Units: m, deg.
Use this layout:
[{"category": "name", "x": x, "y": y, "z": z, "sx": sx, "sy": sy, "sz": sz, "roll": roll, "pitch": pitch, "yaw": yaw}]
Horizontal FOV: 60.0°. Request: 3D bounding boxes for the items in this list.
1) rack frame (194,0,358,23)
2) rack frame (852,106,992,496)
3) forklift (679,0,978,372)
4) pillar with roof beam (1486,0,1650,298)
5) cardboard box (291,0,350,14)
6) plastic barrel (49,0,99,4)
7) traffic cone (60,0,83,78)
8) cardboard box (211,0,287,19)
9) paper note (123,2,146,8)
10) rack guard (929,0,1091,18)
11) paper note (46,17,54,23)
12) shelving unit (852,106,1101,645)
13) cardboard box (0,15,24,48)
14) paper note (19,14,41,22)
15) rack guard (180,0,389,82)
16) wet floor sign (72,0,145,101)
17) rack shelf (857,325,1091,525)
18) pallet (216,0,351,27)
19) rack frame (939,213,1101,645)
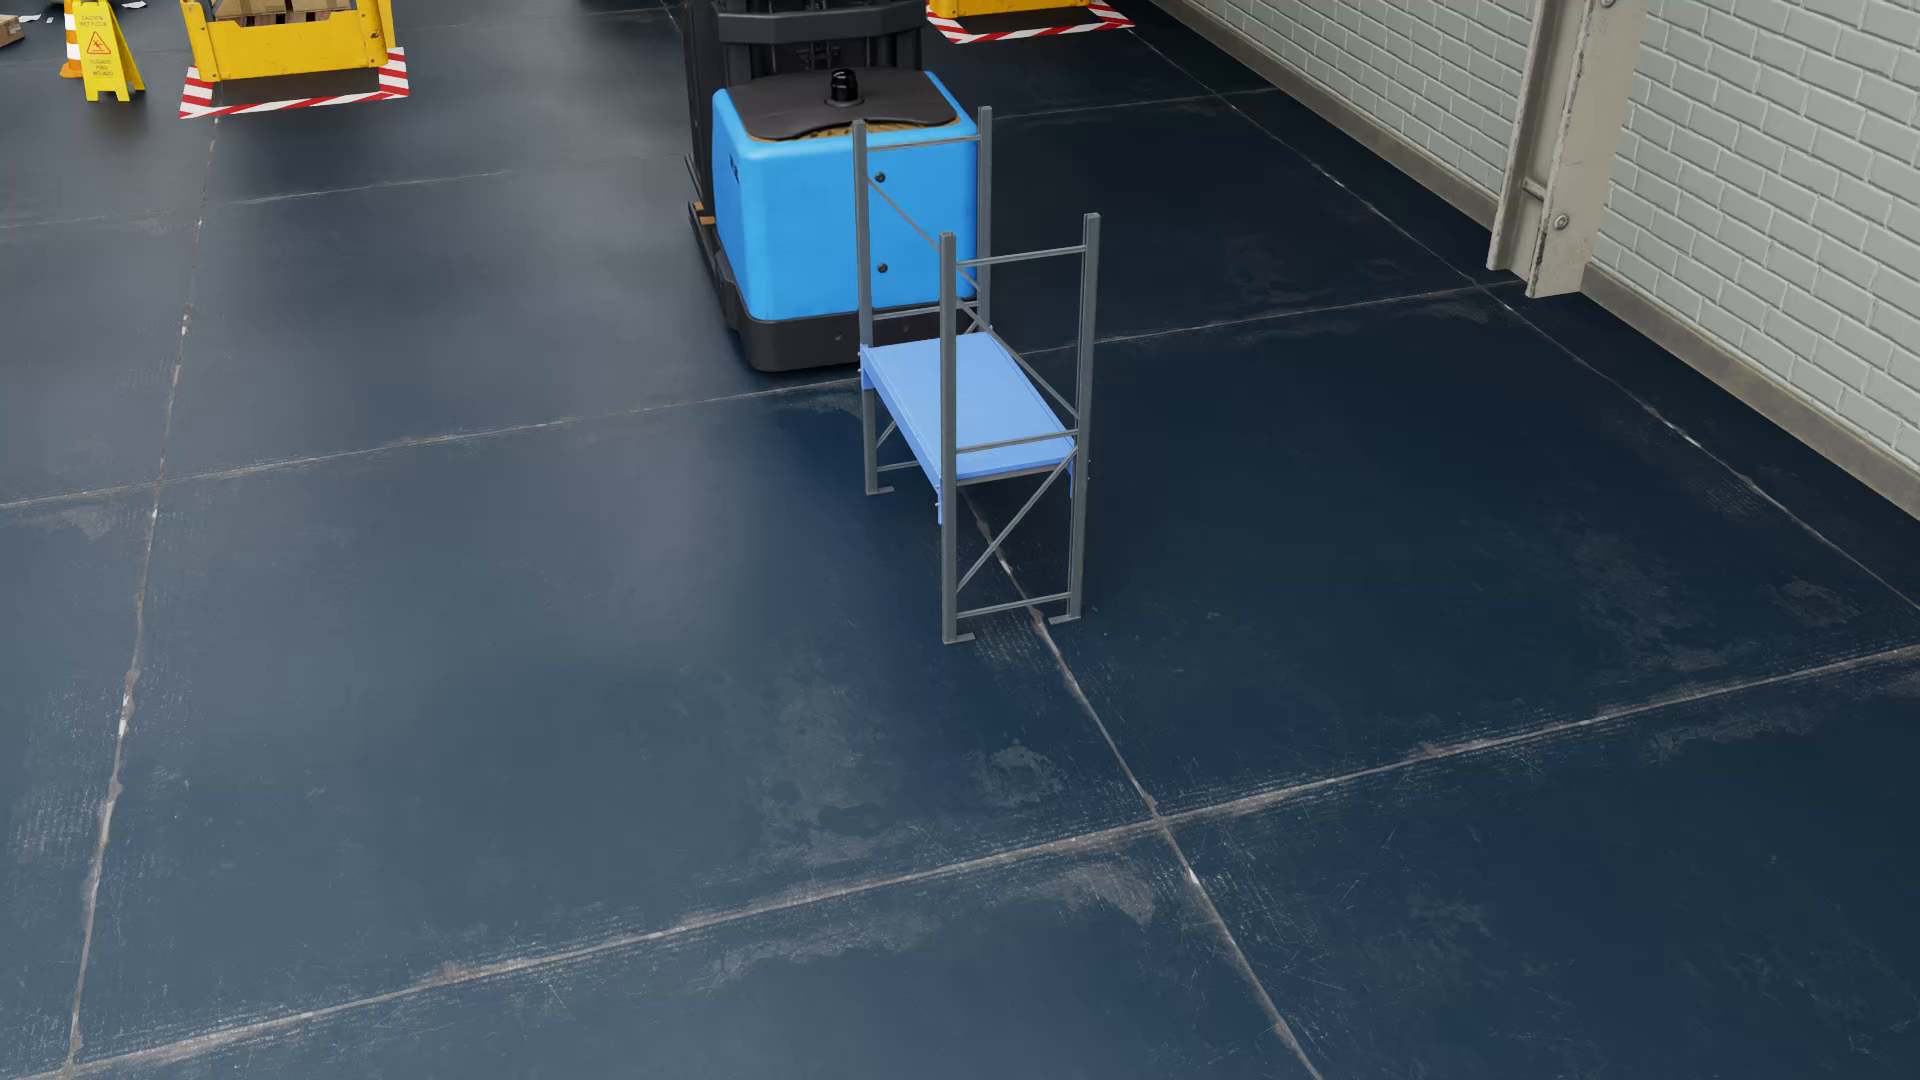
[{"category": "rack frame", "x": -4.365, "y": -4.342, "z": 10.100, "sx": 1.000, "sy": 3.000, "sz": 0.127, "roll": -10, "pitch": 35, "yaw": -15}, {"category": "rack frame", "x": -0.129, "y": -0.848, "z": 6.173, "sx": 0.500, "sy": 1.500, "sz": 0.032, "roll": -10, "pitch": 35, "yaw": -15}, {"category": "forklift", "x": -0.785, "y": -2.760, "z": 7.769, "sx": 1.130, "sy": 2.935, "sz": 3.031, "roll": -9, "pitch": 34, "yaw": -13}, {"category": "pillar with roof beam", "x": -1.263, "y": -4.324, "z": 4.632, "sx": 9.100, "sy": 9.000, "sz": 0.400, "roll": -10, "pitch": 35, "yaw": -15}, {"category": "cardboard box", "x": -4.348, "y": -3.840, "z": 11.453, "sx": 0.500, "sy": 0.250, "sz": 0.500, "roll": -10, "pitch": 35, "yaw": -15}, {"category": "plastic barrel", "x": -6.437, "y": -4.097, "z": 12.066, "sx": 0.512, "sy": 0.421, "sz": 0.421, "roll": 13, "pitch": 36, "yaw": 18}, {"category": "traffic cone", "x": -5.725, "y": -3.292, "z": 10.813, "sx": 0.336, "sy": 0.463, "sz": 0.334, "roll": -10, "pitch": 35, "yaw": -15}, {"category": "cardboard box", "x": -4.875, "y": -3.762, "z": 11.335, "sx": 0.500, "sy": 0.250, "sz": 0.500, "roll": -10, "pitch": 35, "yaw": -15}, {"category": "paper note", "x": -6.029, "y": -3.915, "z": 12.148, "sx": 0.142, "sy": 0.019, "sz": 0.148, "roll": -23, "pitch": 40, "yaw": -31}, {"category": "rack guard", "x": 0.368, "y": -4.123, "z": 12.036, "sx": 1.175, "sy": 0.500, "sz": 0.348, "roll": -10, "pitch": 35, "yaw": -15}, {"category": "paper note", "x": -6.484, "y": -3.705, "z": 11.847, "sx": 0.032, "sy": 0.001, "sz": 0.123, "roll": -10, "pitch": 35, "yaw": -15}, {"category": "shelving unit", "x": 0.026, "y": -0.581, "z": 5.769, "sx": 0.538, "sy": 1.500, "sz": 1.048, "roll": -10, "pitch": 35, "yaw": -15}, {"category": "cardboard box", "x": -6.689, "y": -3.501, "z": 11.413, "sx": 0.380, "sy": 0.149, "sz": 0.250, "roll": 7, "pitch": 34, "yaw": 10}, {"category": "paper note", "x": -6.666, "y": -3.731, "z": 11.879, "sx": 0.148, "sy": 0.019, "sz": 0.142, "roll": 1, "pitch": 33, "yaw": 2}, {"category": "rack guard", "x": -4.389, "y": -3.339, "z": 10.849, "sx": 1.175, "sy": 0.500, "sz": 0.348, "roll": -10, "pitch": 35, "yaw": -15}, {"category": "wet floor sign", "x": -5.326, "y": -3.080, "z": 10.326, "sx": 0.267, "sy": 0.644, "sz": 0.232, "roll": 1, "pitch": 33, "yaw": 2}, {"category": "rack shelf", "x": 0.026, "y": -0.431, "z": 5.868, "sx": 0.538, "sy": 0.185, "sz": 1.000, "roll": -10, "pitch": 35, "yaw": -15}, {"category": "pallet", "x": -4.603, "y": -3.651, "z": 11.584, "sx": 1.003, "sy": 0.211, "sz": 1.213, "roll": -10, "pitch": 35, "yaw": -15}, {"category": "rack frame", "x": 0.181, "y": -0.314, "z": 5.365, "sx": 0.500, "sy": 1.500, "sz": 0.032, "roll": -10, "pitch": 35, "yaw": -15}]
